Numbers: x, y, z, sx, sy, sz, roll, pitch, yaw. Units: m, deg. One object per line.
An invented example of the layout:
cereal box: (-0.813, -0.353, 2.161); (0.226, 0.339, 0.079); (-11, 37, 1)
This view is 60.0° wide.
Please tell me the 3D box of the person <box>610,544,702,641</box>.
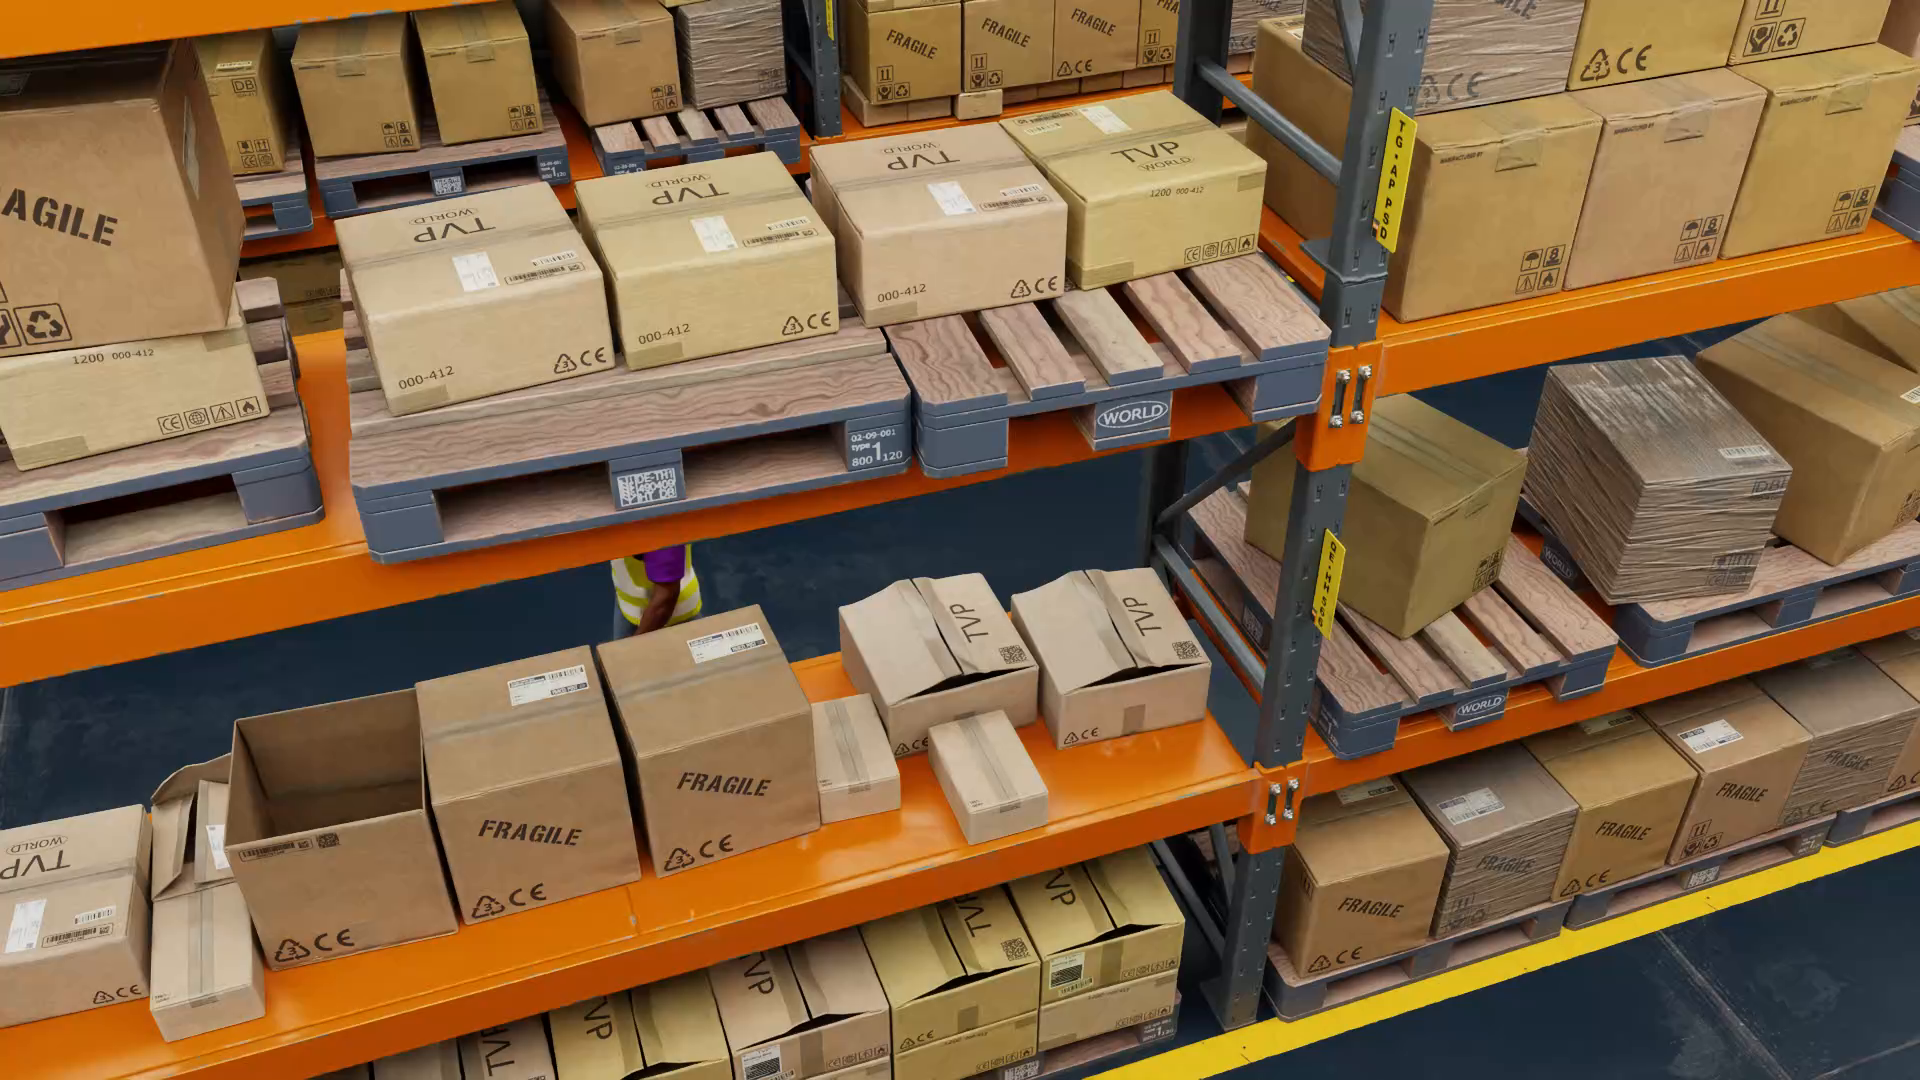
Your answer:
person: (-1.237, 0.262, 6.477); (0.502, 1.822, 0.718); (-12, 39, -15)
